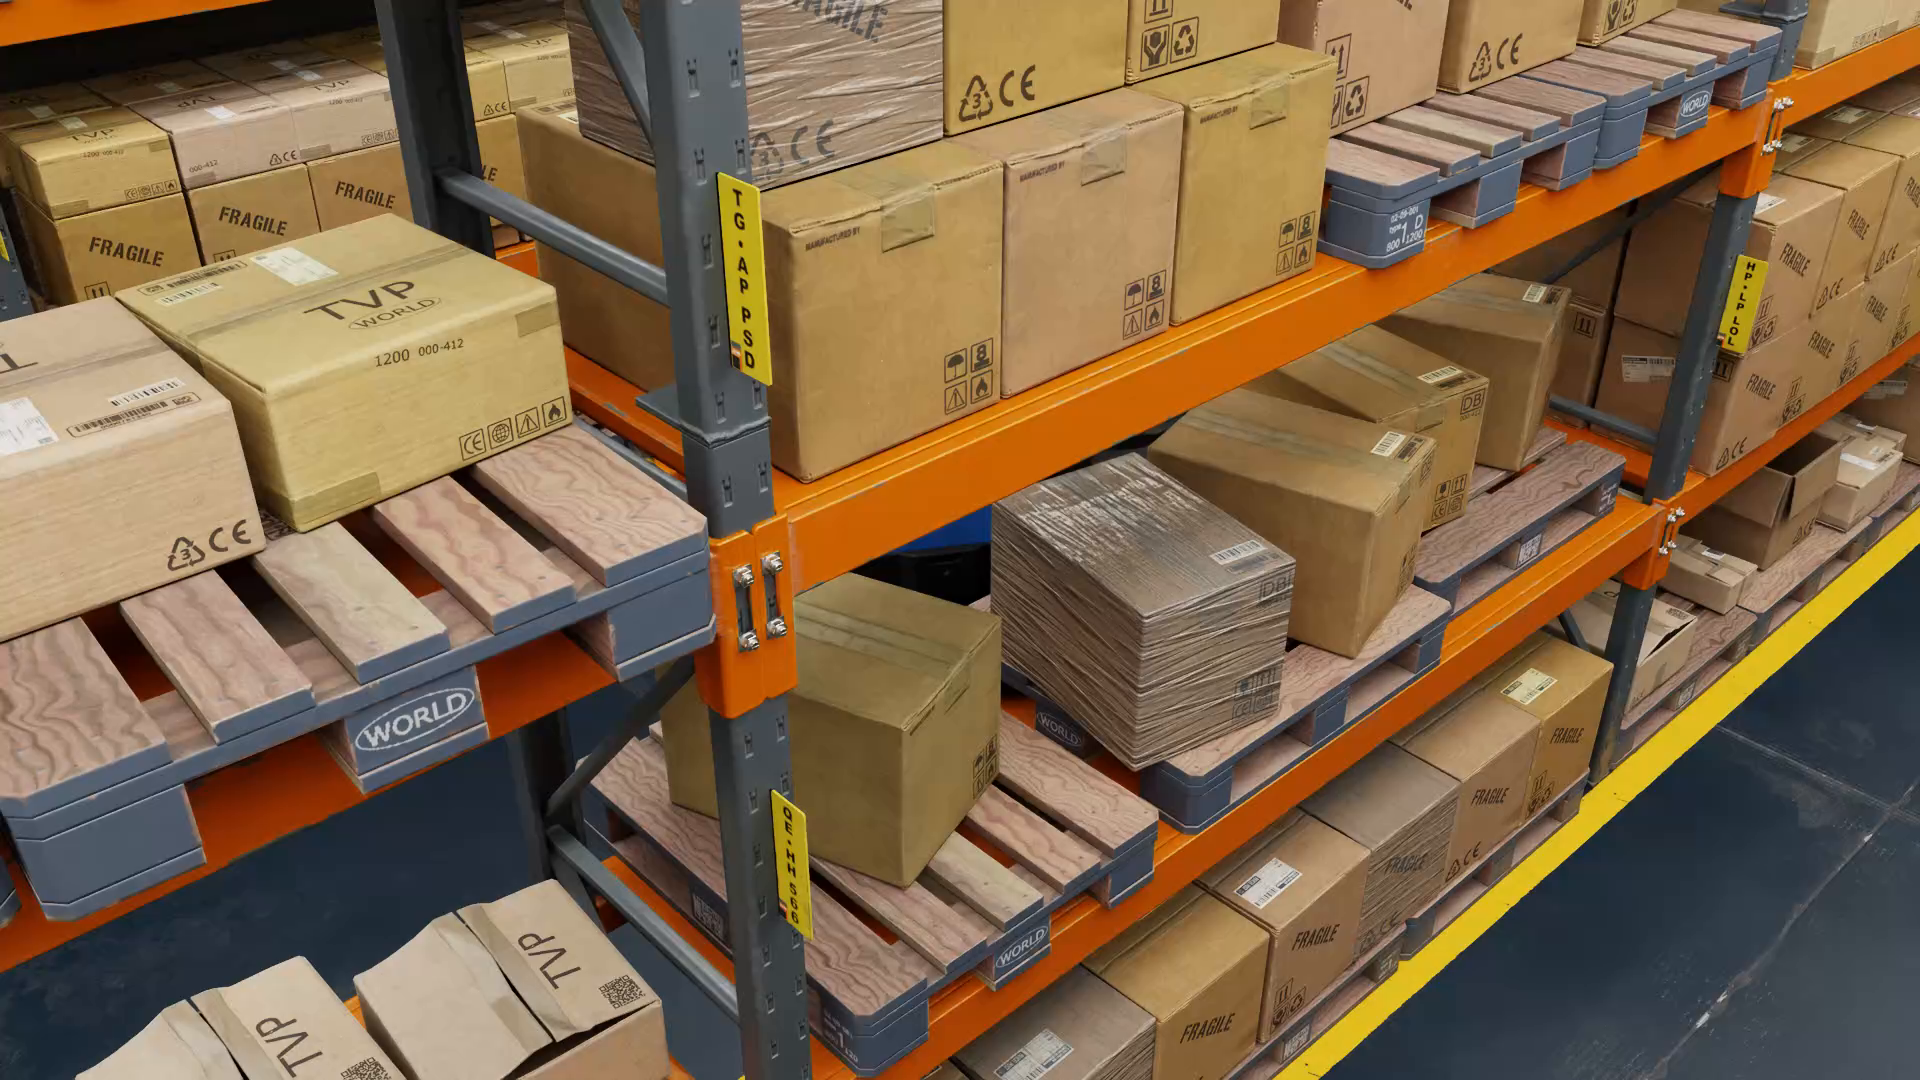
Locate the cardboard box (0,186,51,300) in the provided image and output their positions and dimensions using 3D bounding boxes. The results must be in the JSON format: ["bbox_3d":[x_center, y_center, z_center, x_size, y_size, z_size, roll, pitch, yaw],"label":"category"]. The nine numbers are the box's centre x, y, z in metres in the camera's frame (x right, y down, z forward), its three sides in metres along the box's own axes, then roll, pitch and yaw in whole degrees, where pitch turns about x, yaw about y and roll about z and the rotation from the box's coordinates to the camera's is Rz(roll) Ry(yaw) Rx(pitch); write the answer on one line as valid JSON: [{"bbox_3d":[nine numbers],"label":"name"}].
[{"bbox_3d":[-3.909,-1.423,7.302,0.500,0.500,0.500,-26,40,-35],"label":"cardboard box"}]

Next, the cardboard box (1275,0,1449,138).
[{"bbox_3d":[0.833,-1.421,4.230,0.600,0.600,0.600,27,41,37],"label":"cardboard box"}]

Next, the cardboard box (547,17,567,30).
[{"bbox_3d":[-1.693,-2.452,8.266,0.500,0.250,0.500,-25,39,-34],"label":"cardboard box"}]

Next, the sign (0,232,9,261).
[{"bbox_3d":[-3.700,-1.233,6.357,0.005,0.325,0.100,-26,40,-35],"label":"sign"}]

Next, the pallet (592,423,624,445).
[{"bbox_3d":[-2.552,-0.468,8.814,1.213,0.211,1.003,-26,40,-35],"label":"pallet"}]

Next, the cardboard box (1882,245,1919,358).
[{"bbox_3d":[3.901,-1.161,7.178,0.500,0.500,0.500,-26,40,-36],"label":"cardboard box"}]

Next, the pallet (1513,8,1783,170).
[{"bbox_3d":[1.702,-1.497,5.128,1.003,0.211,1.213,-26,40,-35],"label":"pallet"}]

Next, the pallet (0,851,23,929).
[{"bbox_3d":[-1.960,0.391,2.042,1.213,0.211,1.003,-24,39,-33],"label":"pallet"}]

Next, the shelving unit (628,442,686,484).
[{"bbox_3d":[-1.068,-0.107,7.319,0.189,1.200,0.258,-32,36,0],"label":"shelving unit"}]

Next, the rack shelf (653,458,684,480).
[{"bbox_3d":[-1.206,-0.323,7.135,0.180,0.103,0.258,-32,36,0],"label":"rack shelf"}]

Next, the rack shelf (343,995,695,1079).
[{"bbox_3d":[-2.171,1.933,2.903,4.000,0.370,1.077,-26,40,-35],"label":"rack shelf"}]

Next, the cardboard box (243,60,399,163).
[{"bbox_3d":[-2.810,-1.907,7.374,0.500,0.250,0.500,-26,40,-35],"label":"cardboard box"}]

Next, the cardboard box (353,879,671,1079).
[{"bbox_3d":[-1.001,1.067,3.715,0.500,0.311,0.500,-23,38,-33],"label":"cardboard box"}]

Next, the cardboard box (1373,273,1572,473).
[{"bbox_3d":[1.729,-0.641,5.925,0.700,0.500,0.500,15,35,23],"label":"cardboard box"}]

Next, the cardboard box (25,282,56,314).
[{"bbox_3d":[-4.011,-1.092,7.381,0.250,0.149,0.380,-25,39,-35],"label":"cardboard box"}]

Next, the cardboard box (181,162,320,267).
[{"bbox_3d":[-3.155,-1.411,7.283,0.500,0.500,0.500,-24,39,-34],"label":"cardboard box"}]

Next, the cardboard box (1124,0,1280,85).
[{"bbox_3d":[0.367,-1.346,3.646,0.500,0.500,0.500,-26,40,-35],"label":"cardboard box"}]

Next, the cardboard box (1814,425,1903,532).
[{"bbox_3d":[4.213,-0.323,8.116,0.500,0.250,0.500,-26,40,-35],"label":"cardboard box"}]

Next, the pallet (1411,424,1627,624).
[{"bbox_3d":[1.568,-0.178,5.850,1.213,0.211,1.003,-26,40,-35],"label":"pallet"}]

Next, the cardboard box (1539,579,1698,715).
[{"bbox_3d":[2.683,0.391,6.890,0.500,0.311,0.500,-26,40,-35],"label":"cardboard box"}]

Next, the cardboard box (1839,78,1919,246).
[{"bbox_3d":[3.898,-1.579,6.903,0.500,0.500,0.500,-24,39,-34],"label":"cardboard box"}]

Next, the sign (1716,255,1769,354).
[{"bbox_3d":[2.608,-0.785,5.548,0.005,0.325,0.100,-26,40,-35],"label":"sign"}]

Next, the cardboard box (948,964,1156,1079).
[{"bbox_3d":[0.203,1.556,4.805,0.500,0.500,0.500,-27,41,-37],"label":"cardboard box"}]

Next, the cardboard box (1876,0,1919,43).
[{"bbox_3d":[3.122,-1.971,5.867,0.500,0.250,0.500,-26,40,-35],"label":"cardboard box"}]

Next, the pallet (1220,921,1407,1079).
[{"bbox_3d":[0.763,1.426,5.716,1.213,0.211,1.003,-26,40,-35],"label":"pallet"}]

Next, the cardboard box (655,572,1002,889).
[{"bbox_3d":[-0.320,0.429,4.175,0.700,0.500,0.500,15,35,23],"label":"cardboard box"}]

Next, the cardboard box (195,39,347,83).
[{"bbox_3d":[-3.159,-2.098,7.686,0.500,0.250,0.500,-27,41,-37],"label":"cardboard box"}]

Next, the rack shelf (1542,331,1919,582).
[{"bbox_3d":[3.695,-0.904,7.543,4.000,0.370,1.077,-26,40,-35],"label":"rack shelf"}]

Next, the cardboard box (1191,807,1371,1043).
[{"bbox_3d":[0.954,1.193,5.399,0.500,0.500,0.500,-27,41,-37],"label":"cardboard box"}]

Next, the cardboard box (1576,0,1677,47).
[{"bbox_3d":[1.809,-1.896,5.005,0.600,0.600,0.600,25,39,35],"label":"cardboard box"}]

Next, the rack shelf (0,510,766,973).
[{"bbox_3d":[-2.171,0.654,2.120,4.000,0.370,1.077,-26,40,-35],"label":"rack shelf"}]

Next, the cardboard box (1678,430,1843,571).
[{"bbox_3d":[3.602,-0.293,7.825,0.637,0.503,0.797,-26,40,-35],"label":"cardboard box"}]

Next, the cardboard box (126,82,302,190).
[{"bbox_3d":[-3.174,-1.728,7.082,0.500,0.250,0.500,-26,40,-36],"label":"cardboard box"}]

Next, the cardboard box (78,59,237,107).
[{"bbox_3d":[-3.537,-1.917,7.391,0.500,0.250,0.500,-27,41,-37],"label":"cardboard box"}]

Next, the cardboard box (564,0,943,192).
[{"bbox_3d":[-0.381,-0.984,3.055,0.500,0.500,0.500,-26,40,-35],"label":"cardboard box"}]

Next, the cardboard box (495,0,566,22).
[{"bbox_3d":[-2.036,-2.642,8.576,0.500,0.250,0.500,-25,40,-35],"label":"cardboard box"}]

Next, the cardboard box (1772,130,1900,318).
[{"bbox_3d":[3.143,-1.214,6.305,0.500,0.500,0.500,-27,41,-37],"label":"cardboard box"}]

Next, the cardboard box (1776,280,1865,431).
[{"bbox_3d":[3.161,-0.804,6.593,0.500,0.500,0.500,-25,39,-35],"label":"cardboard box"}]

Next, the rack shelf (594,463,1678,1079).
[{"bbox_3d":[0.762,0.514,5.223,4.000,0.370,1.077,-26,40,-35],"label":"rack shelf"}]

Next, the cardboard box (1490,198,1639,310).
[{"bbox_3d":[2.423,-1.249,6.364,0.500,0.500,0.500,-26,40,-35],"label":"cardboard box"}]

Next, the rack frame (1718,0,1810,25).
[{"bbox_3d":[2.228,-3.061,4.630,0.127,3.000,1.000,-26,40,-35],"label":"rack frame"}]

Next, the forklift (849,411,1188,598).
[{"bbox_3d":[0.673,-1.310,7.582,3.031,2.935,1.130,-6,32,-10],"label":"forklift"}]

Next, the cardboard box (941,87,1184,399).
[{"bbox_3d":[-0.034,-0.754,3.636,0.500,0.500,0.910,-26,40,-35],"label":"cardboard box"}]

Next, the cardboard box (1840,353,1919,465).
[{"bbox_3d":[4.930,-0.755,8.583,0.500,0.500,0.500,-26,40,-35],"label":"cardboard box"}]

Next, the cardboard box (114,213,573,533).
[{"bbox_3d":[-0.999,-0.295,2.724,0.500,0.250,0.500,26,40,35],"label":"cardboard box"}]

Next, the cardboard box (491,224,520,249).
[{"bbox_3d":[-2.362,-1.545,8.123,0.250,0.149,0.380,-24,39,-34],"label":"cardboard box"}]

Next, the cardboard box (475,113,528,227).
[{"bbox_3d":[-2.414,-1.775,7.877,0.500,0.500,0.500,-25,39,-34],"label":"cardboard box"}]

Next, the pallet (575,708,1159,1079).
[{"bbox_3d":[-0.256,0.732,4.362,1.003,0.211,1.213,-26,40,-35],"label":"pallet"}]

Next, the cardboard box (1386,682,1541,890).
[{"bbox_3d":[1.693,0.834,5.986,0.500,0.500,0.500,-26,40,-35],"label":"cardboard box"}]

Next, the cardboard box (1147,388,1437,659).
[{"bbox_3d":[0.975,-0.073,4.996,0.700,0.500,0.500,18,36,27],"label":"cardboard box"}]

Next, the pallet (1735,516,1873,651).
[{"bbox_3d":[3.627,0.010,8.032,1.213,0.211,1.003,-26,40,-35],"label":"pallet"}]

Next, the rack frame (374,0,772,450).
[{"bbox_3d":[-0.705,-1.642,2.310,0.127,3.000,1.000,-26,40,-35],"label":"rack frame"}]
